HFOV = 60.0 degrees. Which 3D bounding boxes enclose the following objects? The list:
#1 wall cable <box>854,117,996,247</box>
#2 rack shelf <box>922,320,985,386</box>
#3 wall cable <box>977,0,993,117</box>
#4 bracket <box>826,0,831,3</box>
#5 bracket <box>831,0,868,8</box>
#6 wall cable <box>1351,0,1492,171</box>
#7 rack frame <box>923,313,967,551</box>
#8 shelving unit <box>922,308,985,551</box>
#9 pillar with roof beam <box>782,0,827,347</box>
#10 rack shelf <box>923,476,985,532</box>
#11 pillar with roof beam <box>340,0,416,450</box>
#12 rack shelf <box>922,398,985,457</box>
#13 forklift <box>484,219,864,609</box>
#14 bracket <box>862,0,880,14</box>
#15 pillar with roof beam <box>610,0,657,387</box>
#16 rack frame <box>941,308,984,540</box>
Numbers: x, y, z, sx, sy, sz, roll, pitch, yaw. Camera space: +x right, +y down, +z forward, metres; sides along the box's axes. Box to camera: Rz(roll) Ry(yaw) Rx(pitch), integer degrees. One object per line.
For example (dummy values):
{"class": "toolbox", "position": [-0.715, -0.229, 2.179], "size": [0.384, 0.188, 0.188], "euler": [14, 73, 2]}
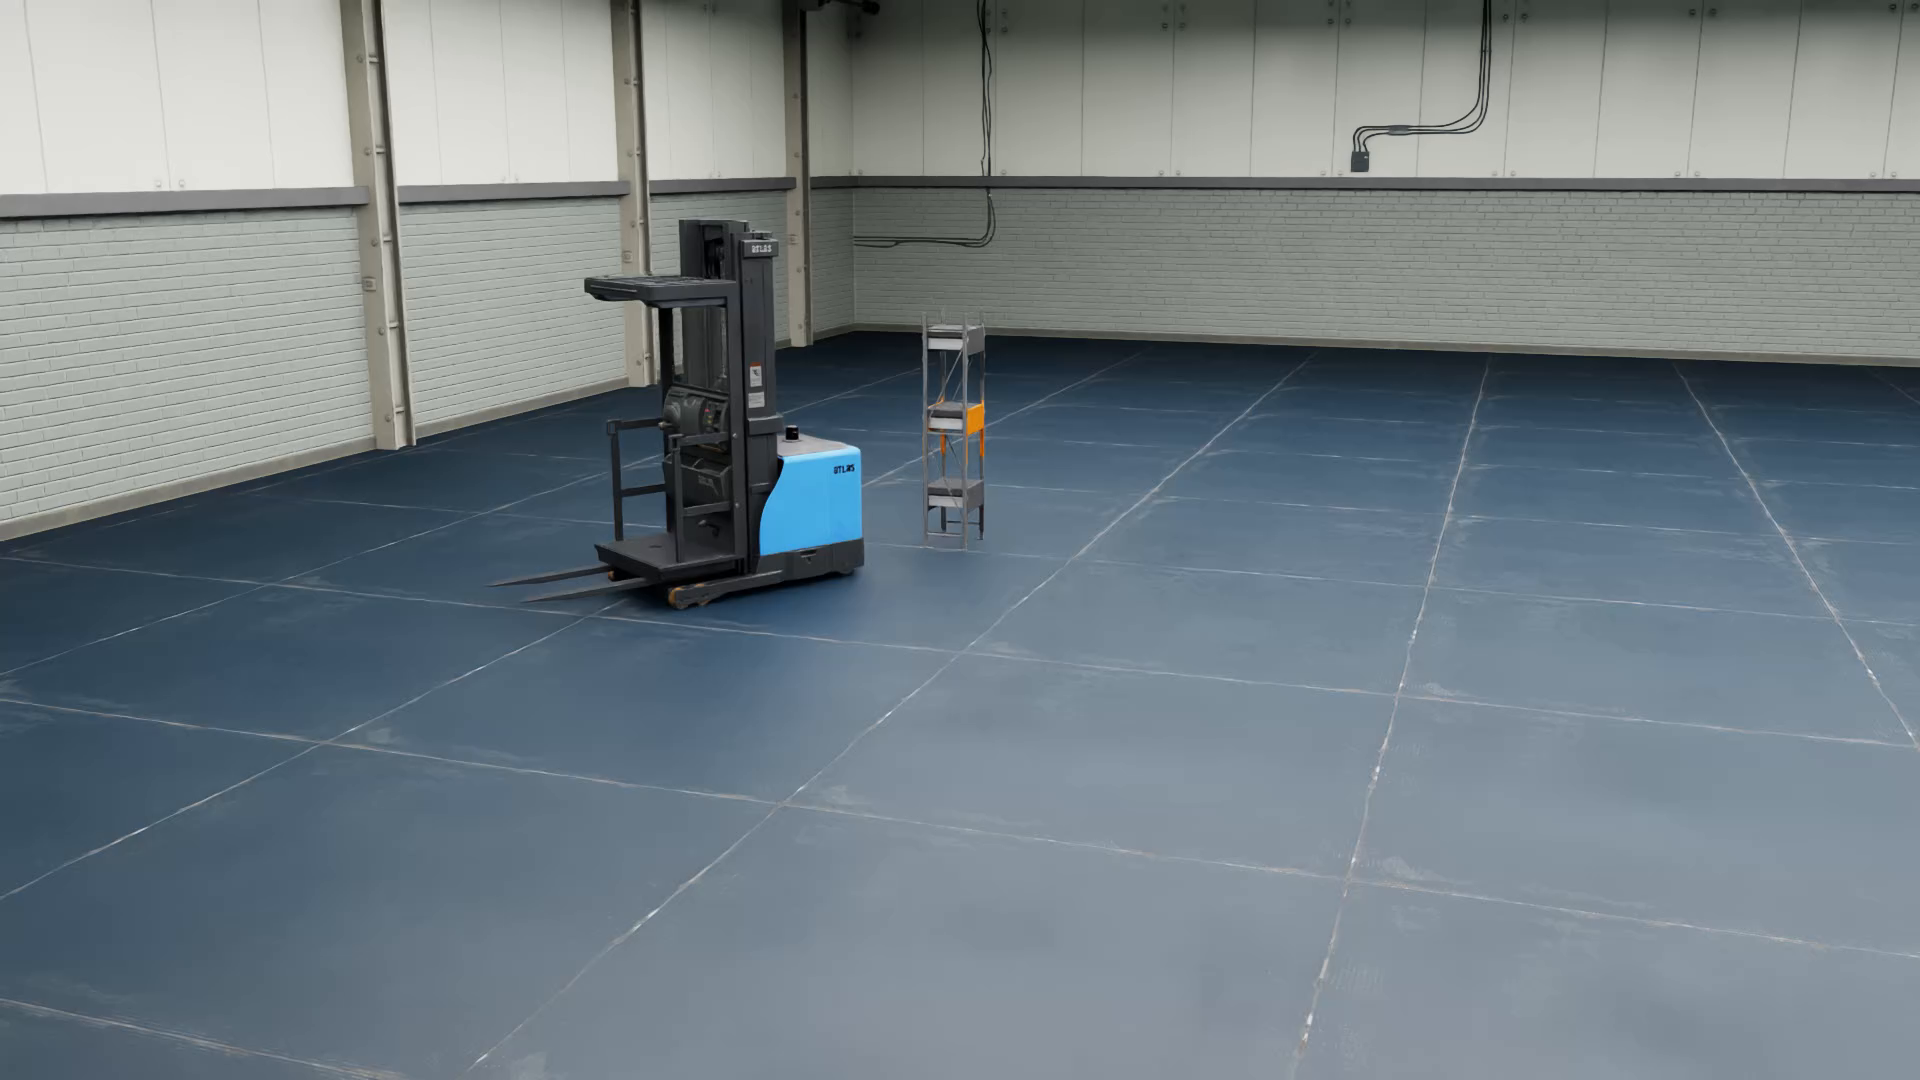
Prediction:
{"class": "wall cable", "position": [-0.777, -7.061, 32.941], "size": [3.097, 2.526, 0.112], "euler": [4, 14, 18]}
{"class": "rack shelf", "position": [-0.054, -1.658, 14.711], "size": [0.431, 0.518, 0.480], "euler": [4, 14, 18]}
{"class": "wall cable", "position": [1.782, -9.328, 31.525], "size": [3.097, 2.526, 0.112], "euler": [4, 14, 18]}
{"class": "bracket", "position": [-2.512, -9.866, 30.165], "size": [0.235, 0.232, 0.430], "euler": [4, 14, 18]}
{"class": "bracket", "position": [-1.936, -10.241, 31.806], "size": [0.076, 0.066, 3.189], "euler": [4, 14, 18]}
{"class": "wall cable", "position": [8.200, -9.546, 29.207], "size": [2.305, 6.003, 0.169], "euler": [4, 14, 18]}
{"class": "rack frame", "position": [-0.133, -0.937, 14.639], "size": [0.400, 2.100, 0.015], "euler": [4, 14, 18]}
{"class": "shelving unit", "position": [-0.054, -0.989, 14.864], "size": [0.431, 2.100, 0.503], "euler": [4, 14, 18]}
{"class": "pillar with roof beam", "position": [1.092, -7.740, 28.937], "size": [9.100, 9.000, 0.548], "euler": [4, 14, 18]}
{"class": "rack shelf", "position": [-0.054, -0.293, 15.022], "size": [0.431, 0.518, 0.480], "euler": [4, 14, 18]}
{"class": "pillar with roof beam", "position": [-2.791, -5.213, 17.867], "size": [9.100, 9.000, 0.400], "euler": [4, 14, 18]}
{"class": "rack shelf", "position": [-0.054, -0.976, 14.867], "size": [0.431, 0.518, 0.480], "euler": [4, 14, 18]}
{"class": "forklift", "position": [-2.271, -1.026, 13.157], "size": [3.031, 2.935, 1.130], "euler": [-10, 16, -38]}
{"class": "bracket", "position": [-1.745, -10.365, 32.351], "size": [0.235, 0.232, 0.430], "euler": [4, 14, 18]}
{"class": "pillar with roof beam", "position": [-0.850, -6.476, 23.402], "size": [9.100, 9.000, 0.400], "euler": [4, 14, 18]}
{"class": "rack frame", "position": [0.025, -1.040, 15.089], "size": [0.400, 2.100, 0.015], "euler": [4, 14, 18]}
